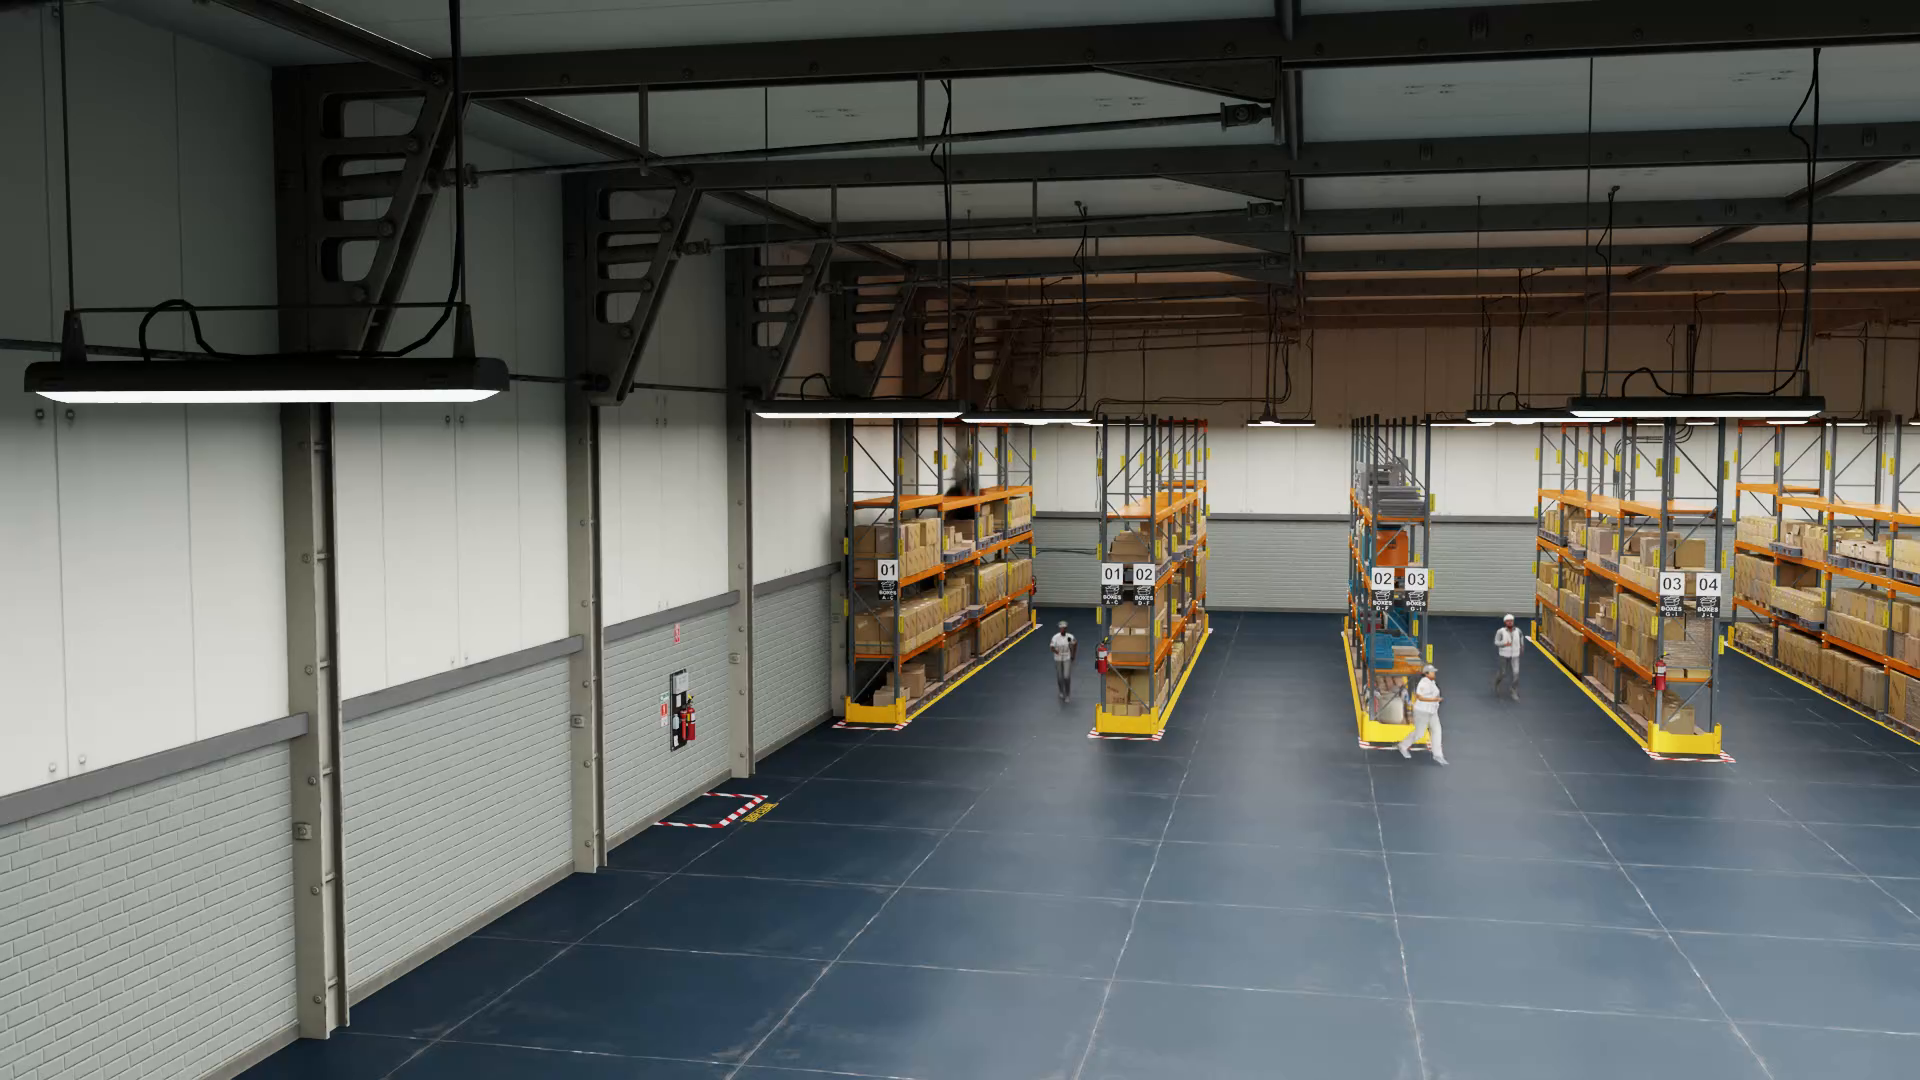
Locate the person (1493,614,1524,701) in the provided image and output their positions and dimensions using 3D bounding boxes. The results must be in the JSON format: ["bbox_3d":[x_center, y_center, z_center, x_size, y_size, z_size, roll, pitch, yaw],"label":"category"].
[{"bbox_3d":[11.692,2.476,35.452,0.665,1.804,0.953,0,4,3],"label":"person"}]

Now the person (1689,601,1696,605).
[{"bbox_3d":[18.713,2.070,42.212,0.585,1.683,0.897,1,4,20],"label":"person"}]

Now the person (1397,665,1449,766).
[{"bbox_3d":[7.999,2.988,28.598,0.901,1.697,0.611,3,5,41],"label":"person"}]

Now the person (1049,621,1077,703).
[{"bbox_3d":[2.165,2.566,34.987,0.566,1.746,0.727,1,4,9],"label":"person"}]
